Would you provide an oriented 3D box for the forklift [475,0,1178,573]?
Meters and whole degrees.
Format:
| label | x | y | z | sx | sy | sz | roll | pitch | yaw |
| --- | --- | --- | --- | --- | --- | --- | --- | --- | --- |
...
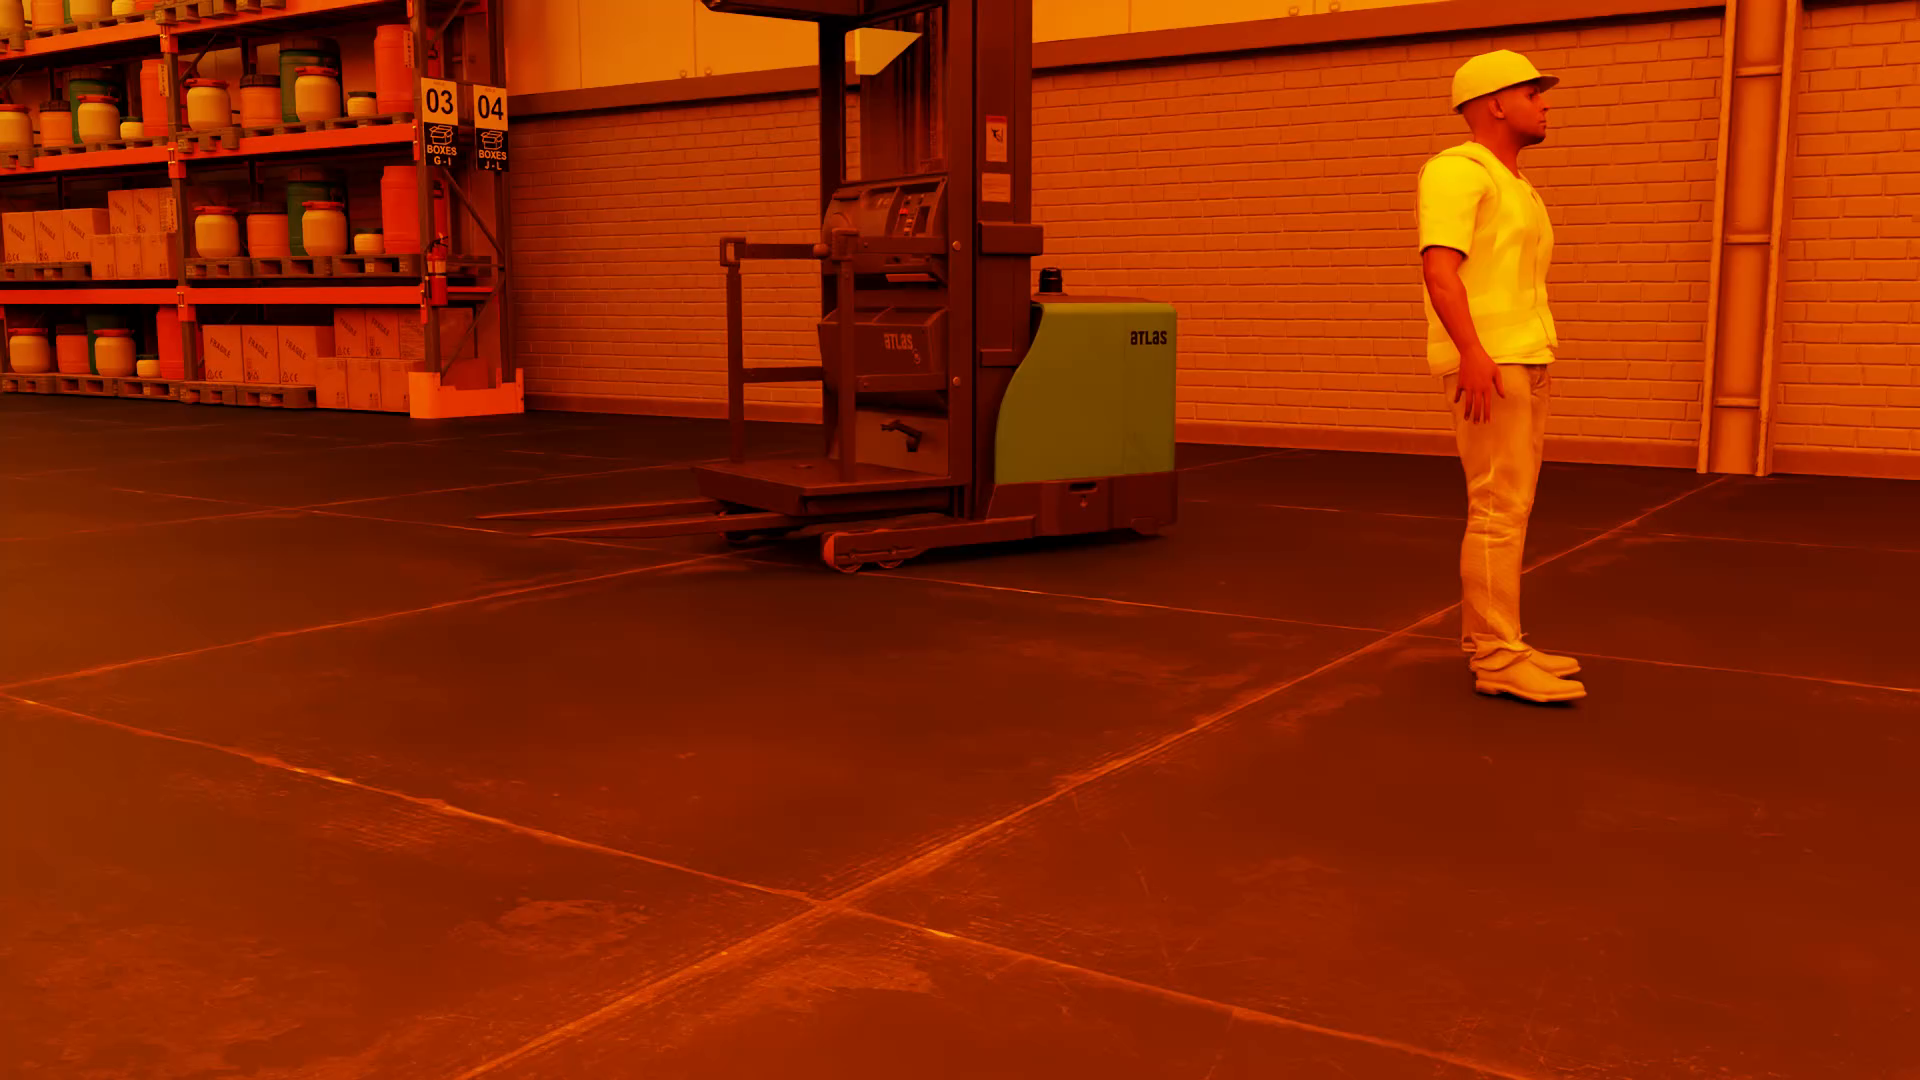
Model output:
| label | x | y | z | sx | sy | sz | roll | pitch | yaw |
| --- | --- | --- | --- | --- | --- | --- | --- | --- | --- |
| forklift | -0.507 | -1.403 | 7.061 | 3.031 | 2.935 | 1.130 | -5 | 10 | -33 |

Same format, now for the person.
| label | x | y | z | sx | sy | sz | roll | pitch | yaw |
| --- | --- | --- | --- | --- | --- | --- | --- | --- | --- |
| person | 1.578 | -0.481 | 4.673 | 0.566 | 1.768 | 0.665 | 6 | 10 | 34 |
